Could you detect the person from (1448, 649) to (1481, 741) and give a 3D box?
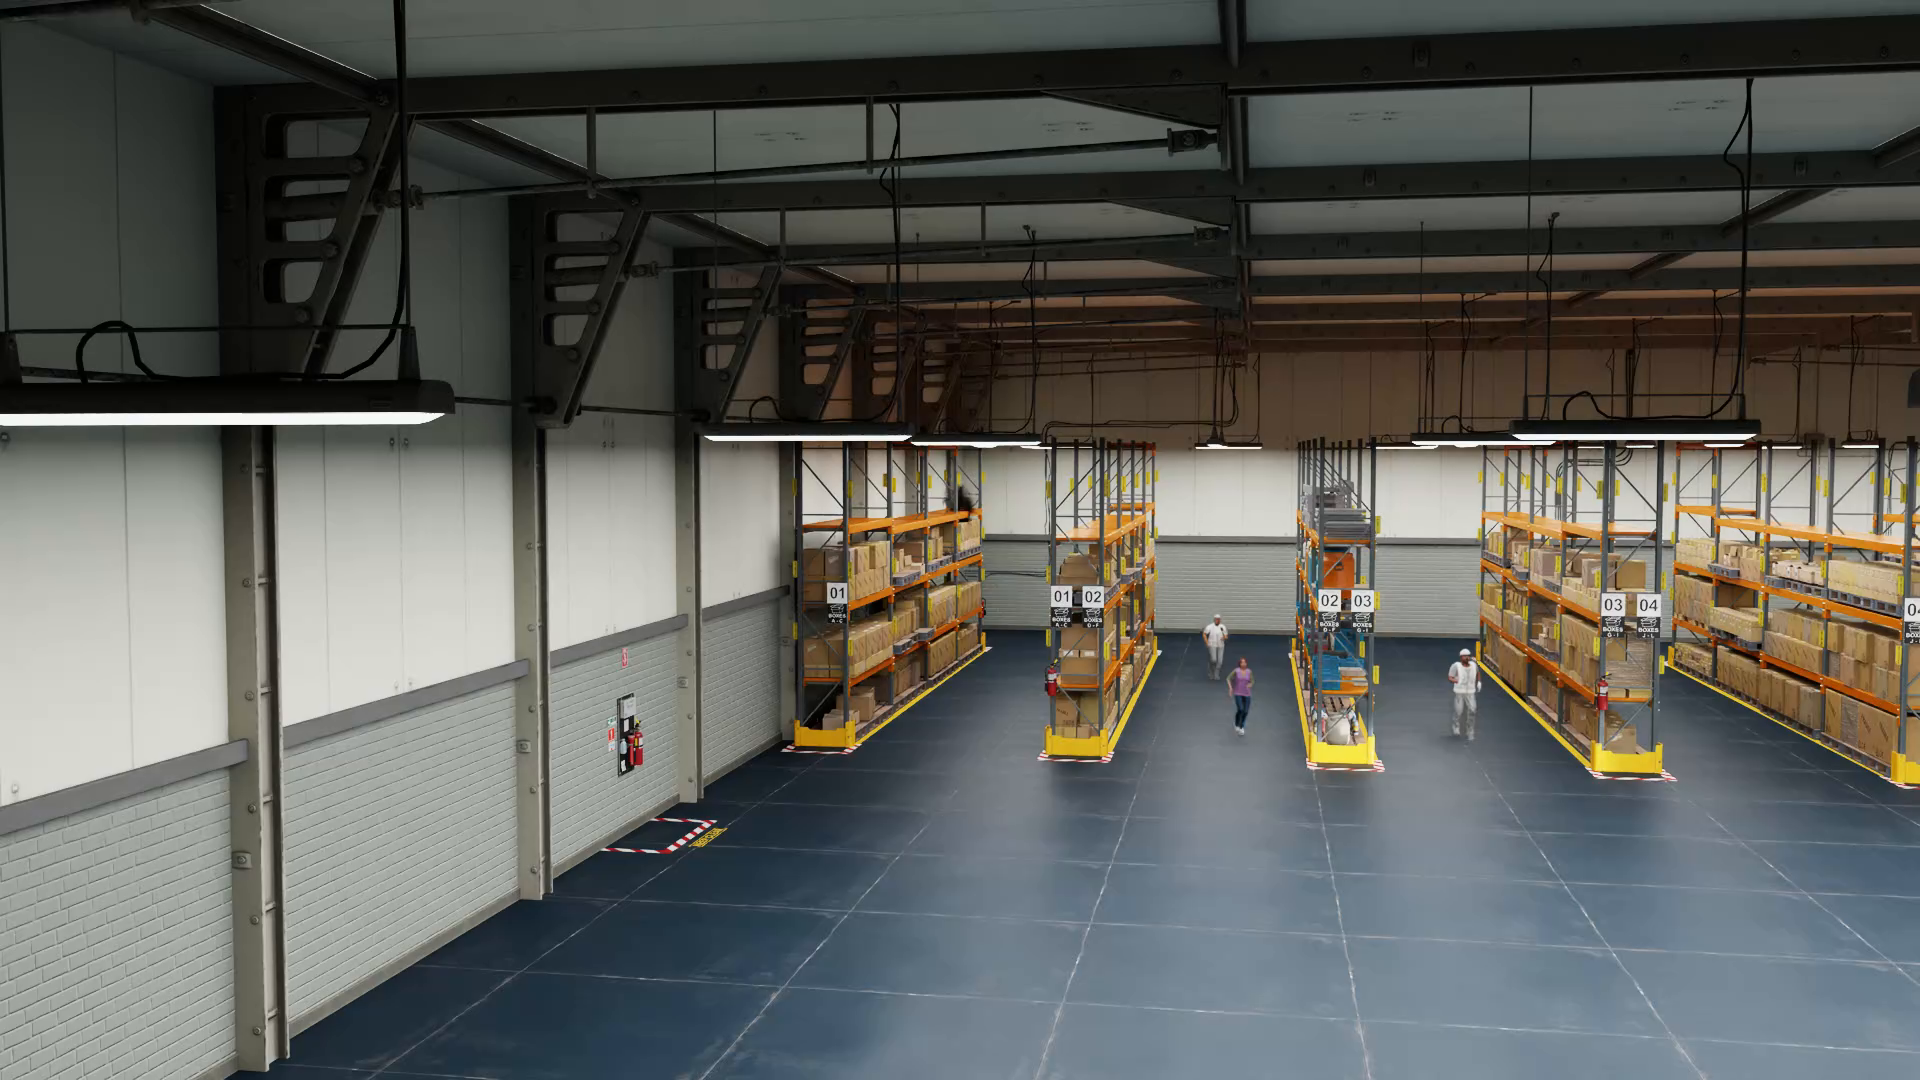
[{"bbox_3d":[10.063,3.094,33.143,0.701,1.867,0.766,0,3,0],"label":"person"}]

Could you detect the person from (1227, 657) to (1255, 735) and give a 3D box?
[{"bbox_3d":[5.682,3.151,33.511,0.514,1.560,0.645,0,3,-6],"label":"person"}]

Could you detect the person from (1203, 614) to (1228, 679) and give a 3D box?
[{"bbox_3d":[6.434,2.686,41.715,0.585,1.632,0.629,0,3,-5],"label":"person"}]
